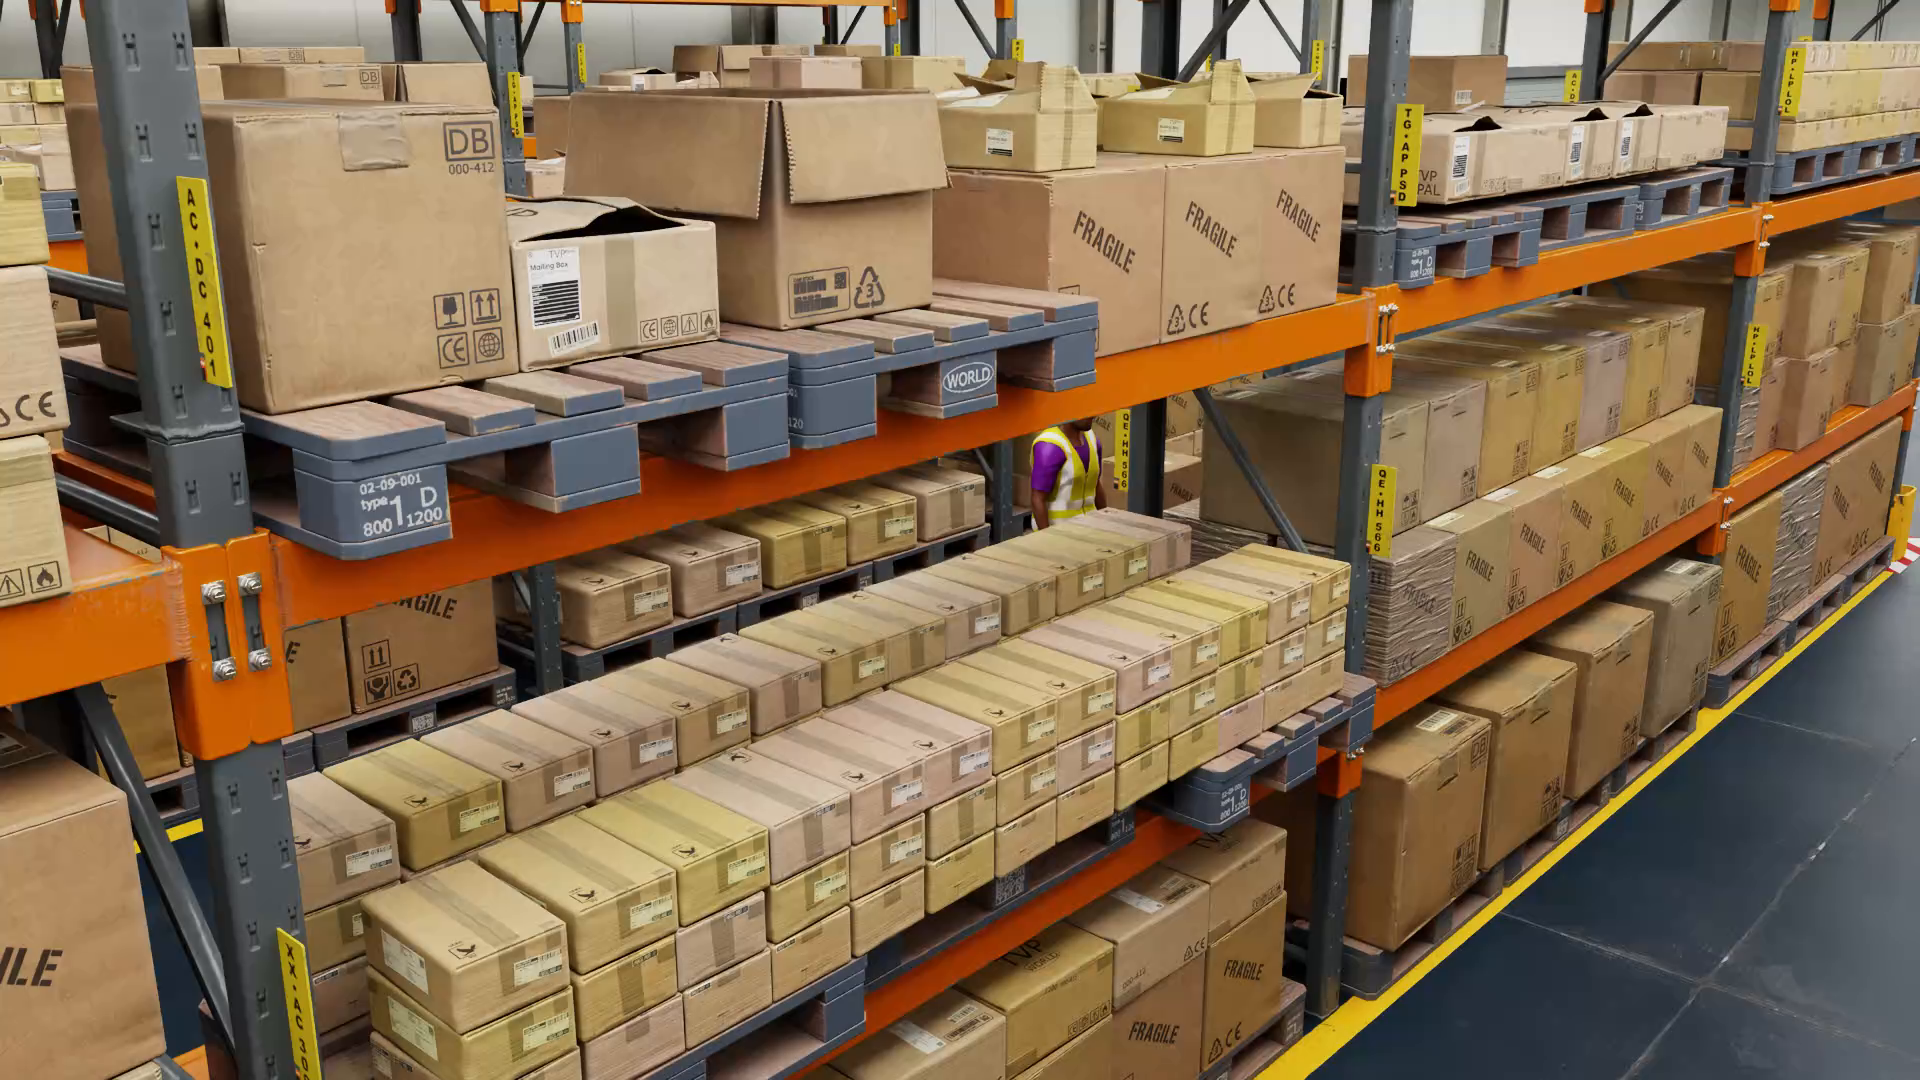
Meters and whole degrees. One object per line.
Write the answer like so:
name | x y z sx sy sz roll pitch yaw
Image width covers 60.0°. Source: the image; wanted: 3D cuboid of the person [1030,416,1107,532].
person | 0.691 -0.042 9.640 0.555 1.766 0.625 14 22 39
